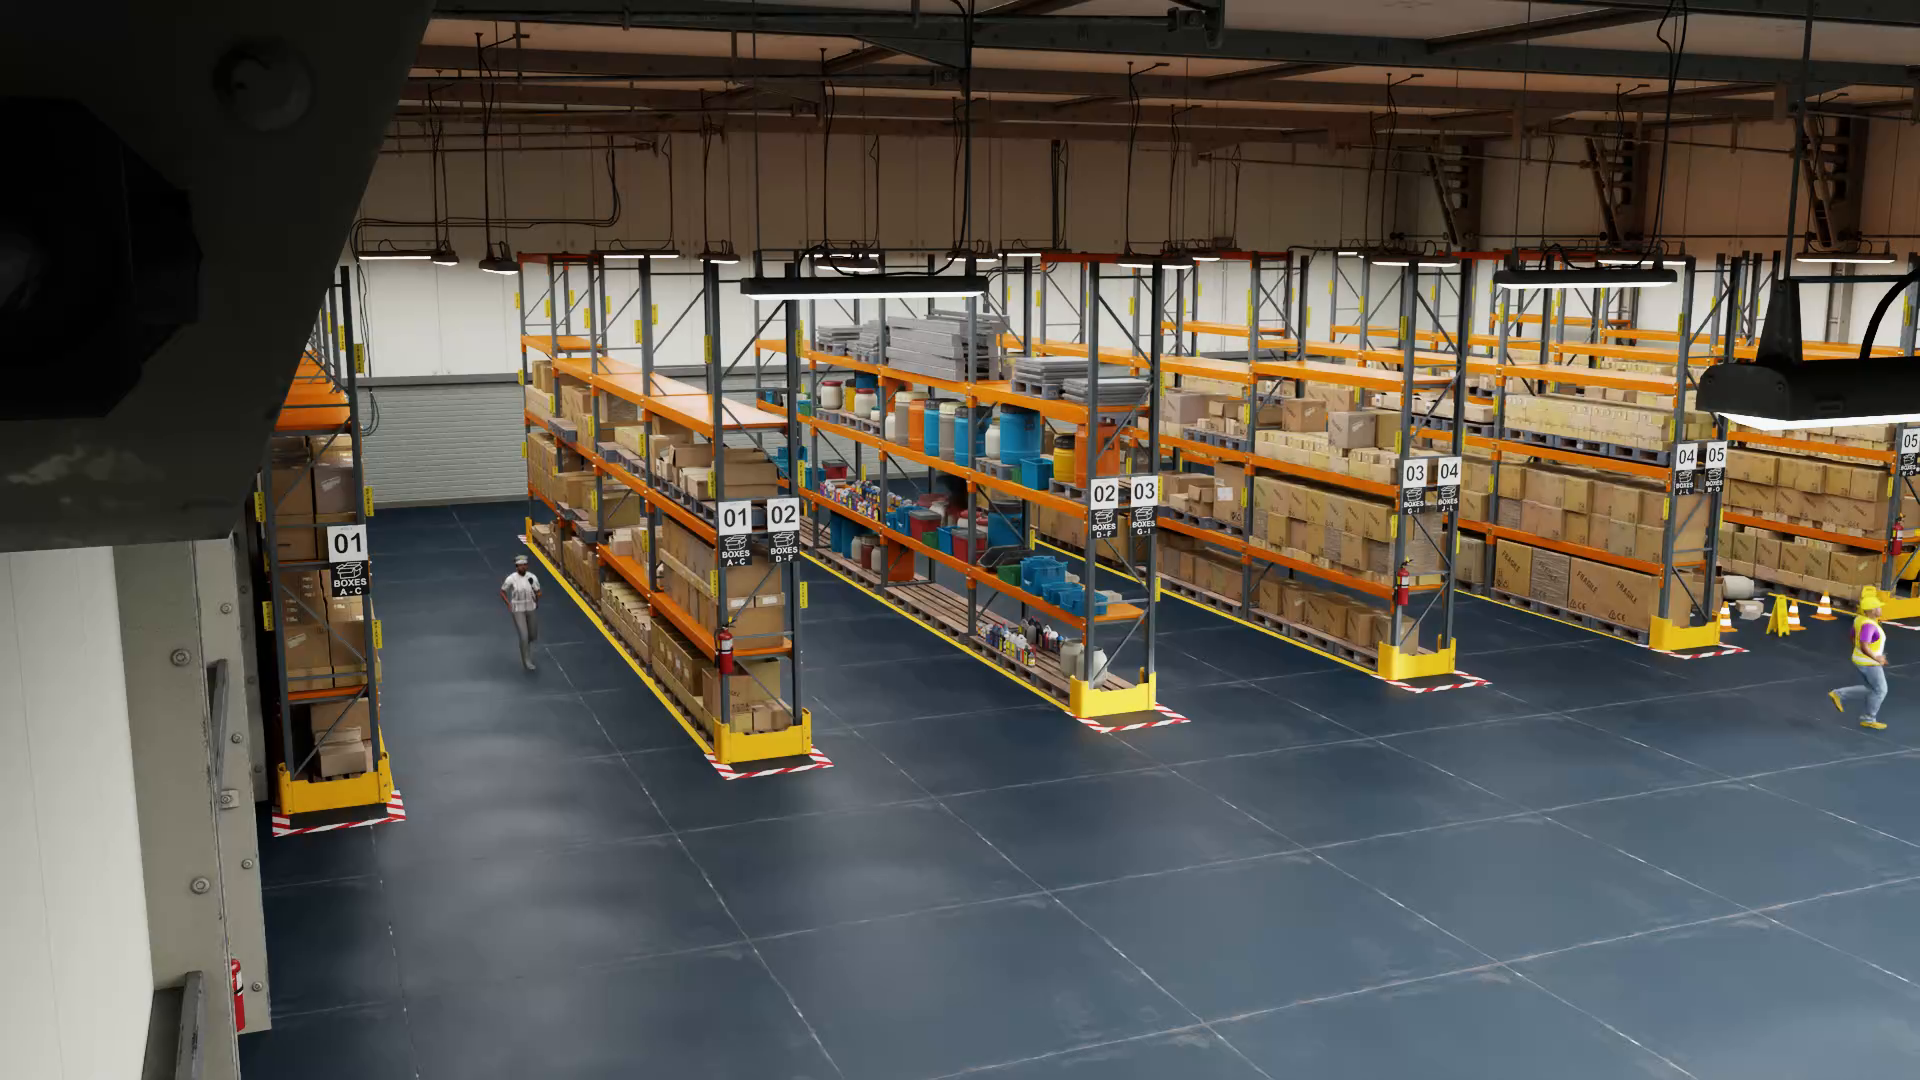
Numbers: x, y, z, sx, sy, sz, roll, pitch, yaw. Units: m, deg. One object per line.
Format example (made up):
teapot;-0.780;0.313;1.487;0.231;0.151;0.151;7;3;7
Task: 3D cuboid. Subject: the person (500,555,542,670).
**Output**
person;-6.487;1.047;24.684;0.588;1.659;0.815;-6;12;-30

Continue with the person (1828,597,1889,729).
person;11.739;1.590;21.611;0.702;1.732;0.701;3;11;13

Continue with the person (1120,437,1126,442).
person;3.723;-1.650;39.386;0.701;1.580;1.026;-1;10;-5
